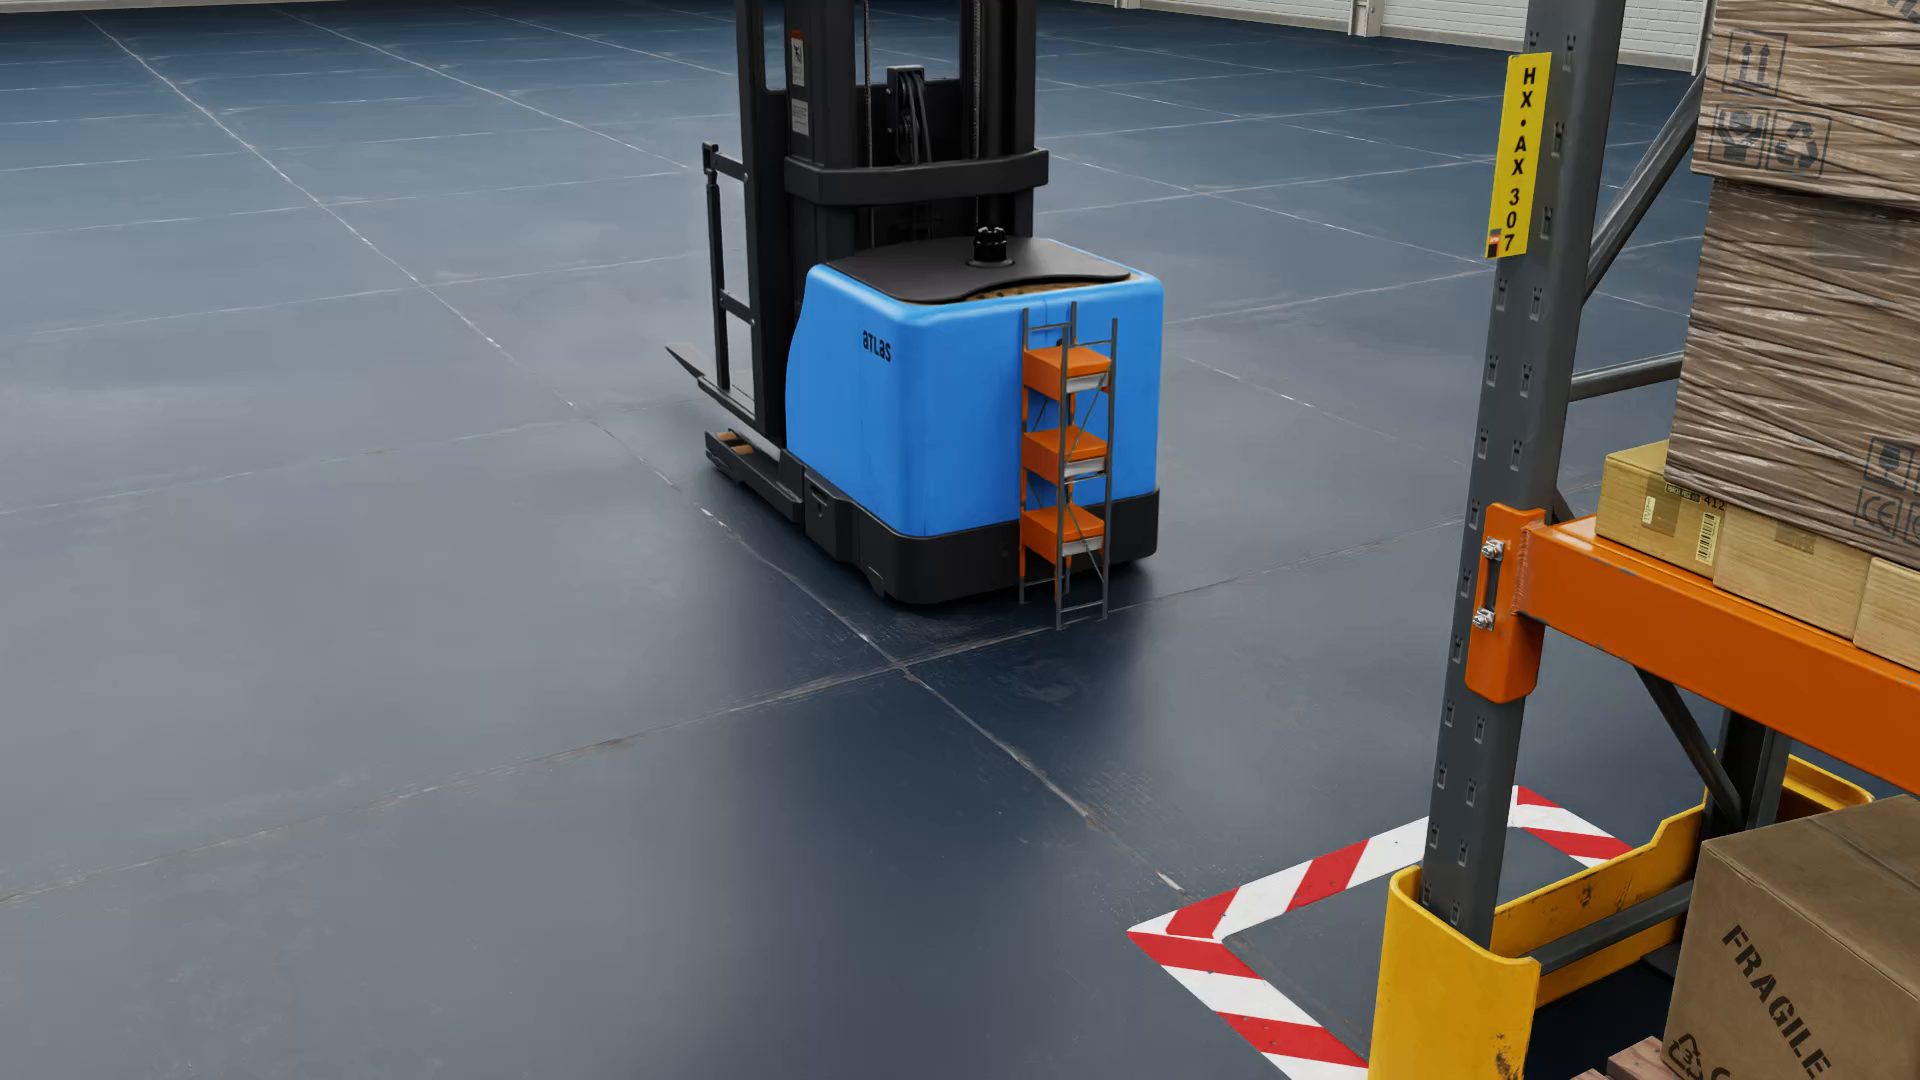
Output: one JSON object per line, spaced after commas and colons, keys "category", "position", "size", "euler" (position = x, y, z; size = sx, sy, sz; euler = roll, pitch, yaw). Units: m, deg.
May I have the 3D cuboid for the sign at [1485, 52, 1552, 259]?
{"category": "sign", "position": [0.914, -0.626, 2.718], "size": [0.100, 0.325, 0.005], "euler": [-13, 25, -28]}

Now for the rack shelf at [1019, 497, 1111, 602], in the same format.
{"category": "rack shelf", "position": [0.351, 0.029, 5.611], "size": [0.215, 0.259, 0.240], "euler": [-11, 25, -26]}

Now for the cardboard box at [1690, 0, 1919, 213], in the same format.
{"category": "cardboard box", "position": [1.427, -0.746, 2.307], "size": [0.500, 0.500, 0.500], "euler": [-13, 25, -28]}

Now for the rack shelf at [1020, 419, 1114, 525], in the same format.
{"category": "rack shelf", "position": [0.351, -0.228, 5.506], "size": [0.215, 0.259, 0.240], "euler": [-11, 25, -26]}

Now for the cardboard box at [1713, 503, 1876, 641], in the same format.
{"category": "cardboard box", "position": [1.432, 0.010, 2.637], "size": [0.380, 0.149, 0.250], "euler": [-13, 25, -28]}

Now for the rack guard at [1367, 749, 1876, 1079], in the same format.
{"category": "rack guard", "position": [1.419, 0.853, 3.548], "size": [1.175, 0.500, 0.348], "euler": [-13, 25, -28]}

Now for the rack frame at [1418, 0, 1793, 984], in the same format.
{"category": "rack frame", "position": [1.380, -0.329, 3.138], "size": [1.000, 3.000, 0.127], "euler": [-13, 25, -28]}

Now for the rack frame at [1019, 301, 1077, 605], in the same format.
{"category": "rack frame", "position": [0.294, -0.278, 5.602], "size": [0.200, 1.050, 0.008], "euler": [-11, 25, -26]}

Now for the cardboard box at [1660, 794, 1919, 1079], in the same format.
{"category": "cardboard box", "position": [1.685, 0.840, 3.024], "size": [0.500, 0.500, 0.500], "euler": [-8, 23, -18]}

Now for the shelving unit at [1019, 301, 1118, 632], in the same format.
{"category": "shelving unit", "position": [0.351, -0.238, 5.502], "size": [0.215, 1.050, 0.252], "euler": [-11, 25, -26]}

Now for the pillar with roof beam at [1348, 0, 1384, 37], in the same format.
{"category": "pillar with roof beam", "position": [2.361, -10.905, 21.190], "size": [9.100, 9.000, 0.400], "euler": [-13, 25, -28]}

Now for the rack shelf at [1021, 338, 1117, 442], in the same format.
{"category": "rack shelf", "position": [0.351, -0.491, 5.399], "size": [0.215, 0.259, 0.240], "euler": [-11, 25, -26]}

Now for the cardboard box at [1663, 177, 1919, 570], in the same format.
{"category": "cardboard box", "position": [1.638, -0.330, 2.612], "size": [0.875, 0.500, 0.500], "euler": [-13, 25, -28]}

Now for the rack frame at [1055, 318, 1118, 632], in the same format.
{"category": "rack frame", "position": [0.408, -0.197, 5.402], "size": [0.200, 1.050, 0.008], "euler": [-11, 25, -26]}

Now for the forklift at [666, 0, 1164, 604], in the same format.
{"category": "forklift", "position": [-0.420, -1.656, 6.494], "size": [1.130, 2.935, 3.031], "euler": [-11, 25, -26]}

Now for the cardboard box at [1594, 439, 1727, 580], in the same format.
{"category": "cardboard box", "position": [1.321, -0.075, 2.845], "size": [0.380, 0.149, 0.250], "euler": [-13, 25, -28]}

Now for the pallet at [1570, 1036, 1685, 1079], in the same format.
{"category": "pallet", "position": [1.804, 1.257, 2.938], "size": [1.003, 0.211, 1.213], "euler": [-13, 25, -28]}

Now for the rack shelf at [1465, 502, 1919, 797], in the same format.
{"category": "rack shelf", "position": [2.402, 0.652, 1.680], "size": [1.077, 0.370, 4.000], "euler": [-13, 25, -28]}

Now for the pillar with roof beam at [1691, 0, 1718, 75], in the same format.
{"category": "pillar with roof beam", "position": [5.426, -8.963, 16.412], "size": [9.100, 9.000, 0.400], "euler": [-13, 25, -28]}

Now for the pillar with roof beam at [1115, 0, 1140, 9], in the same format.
{"category": "pillar with roof beam", "position": [-0.704, -12.847, 25.969], "size": [9.100, 9.000, 0.400], "euler": [-13, 25, -28]}

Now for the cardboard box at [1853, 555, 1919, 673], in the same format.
{"category": "cardboard box", "position": [1.547, 0.094, 2.431], "size": [0.380, 0.149, 0.250], "euler": [-13, 25, -28]}
